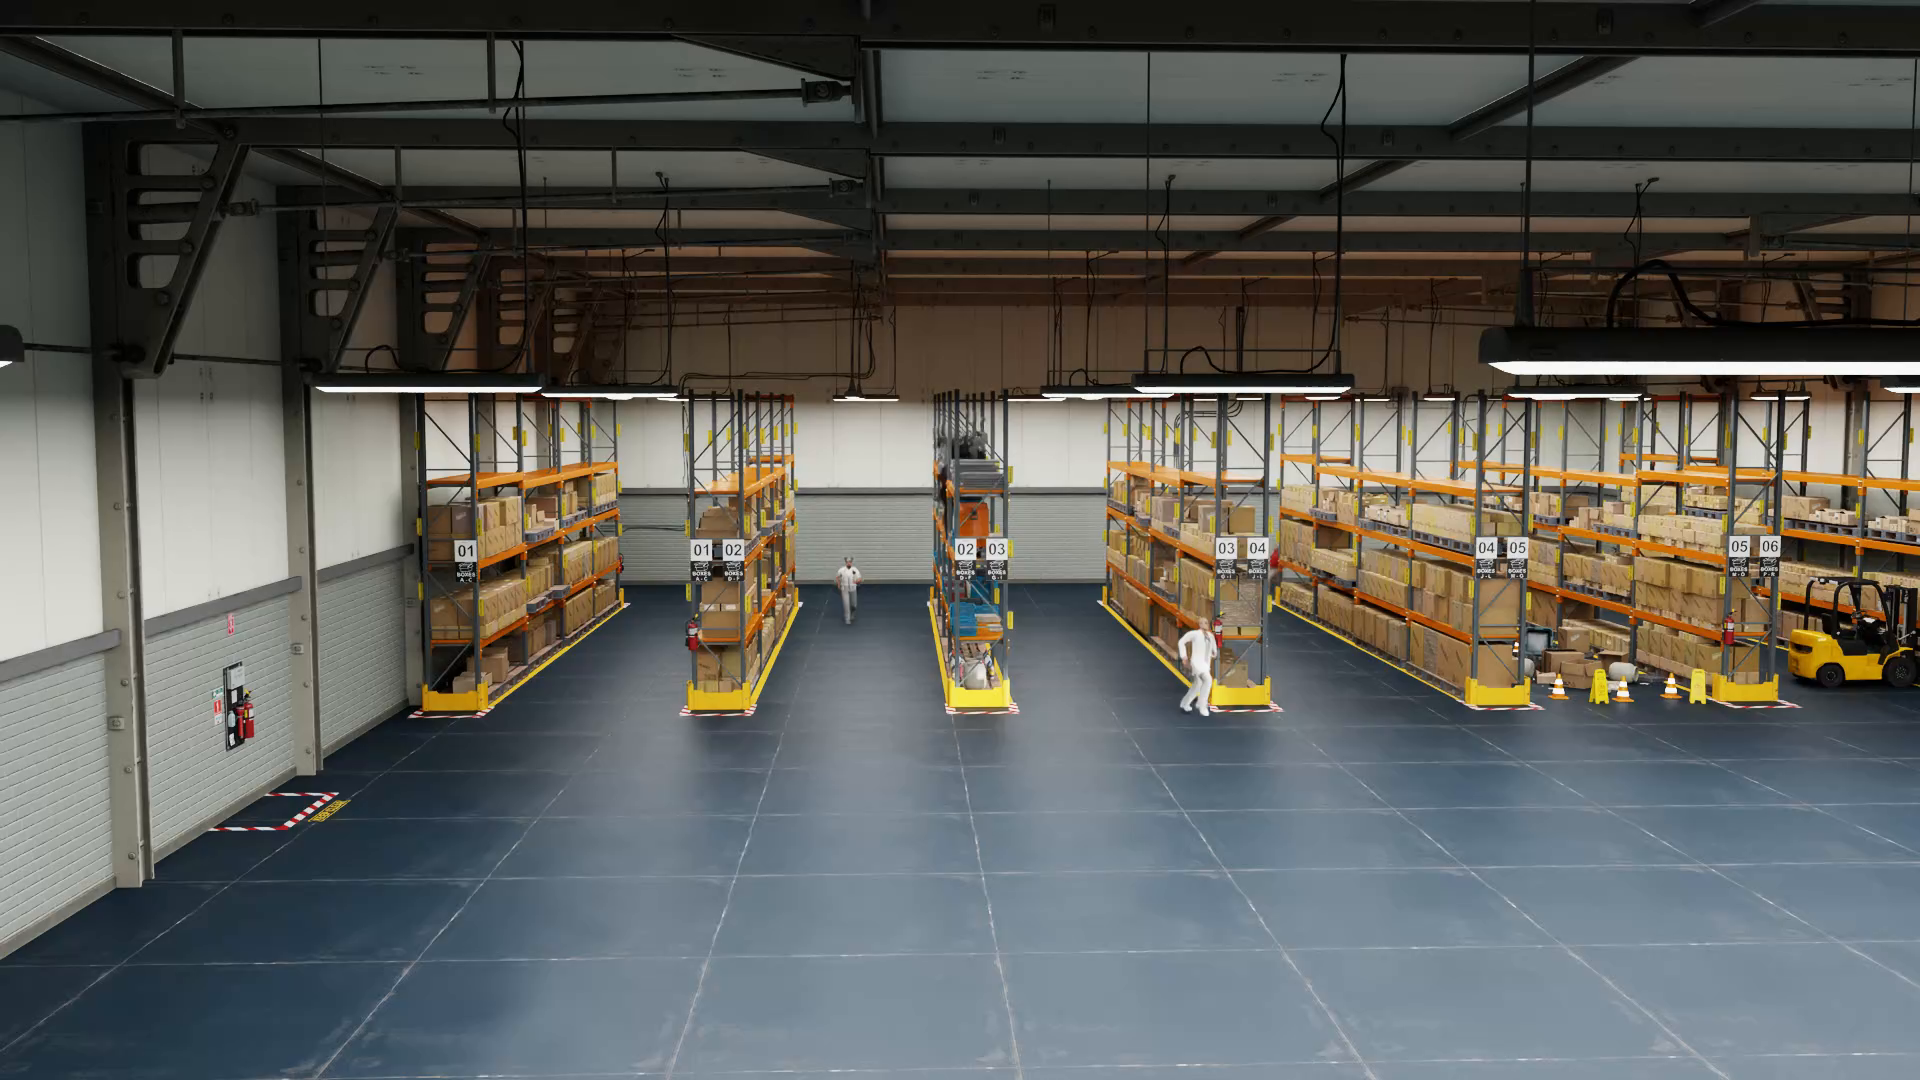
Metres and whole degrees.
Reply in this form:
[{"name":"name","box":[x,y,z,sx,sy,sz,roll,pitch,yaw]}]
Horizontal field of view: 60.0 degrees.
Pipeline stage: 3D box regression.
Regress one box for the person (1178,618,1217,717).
[{"name":"person","box":[4.483,2.327,30.847,0.689,1.757,0.763,-4,6,-40]}]

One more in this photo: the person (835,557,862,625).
[{"name":"person","box":[-2.906,1.304,43.434,0.675,1.743,0.907,-1,5,-10]}]

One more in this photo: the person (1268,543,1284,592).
[{"name":"person","box":[9.257,0.886,49.204,0.927,1.668,0.821,2,5,18]}]
